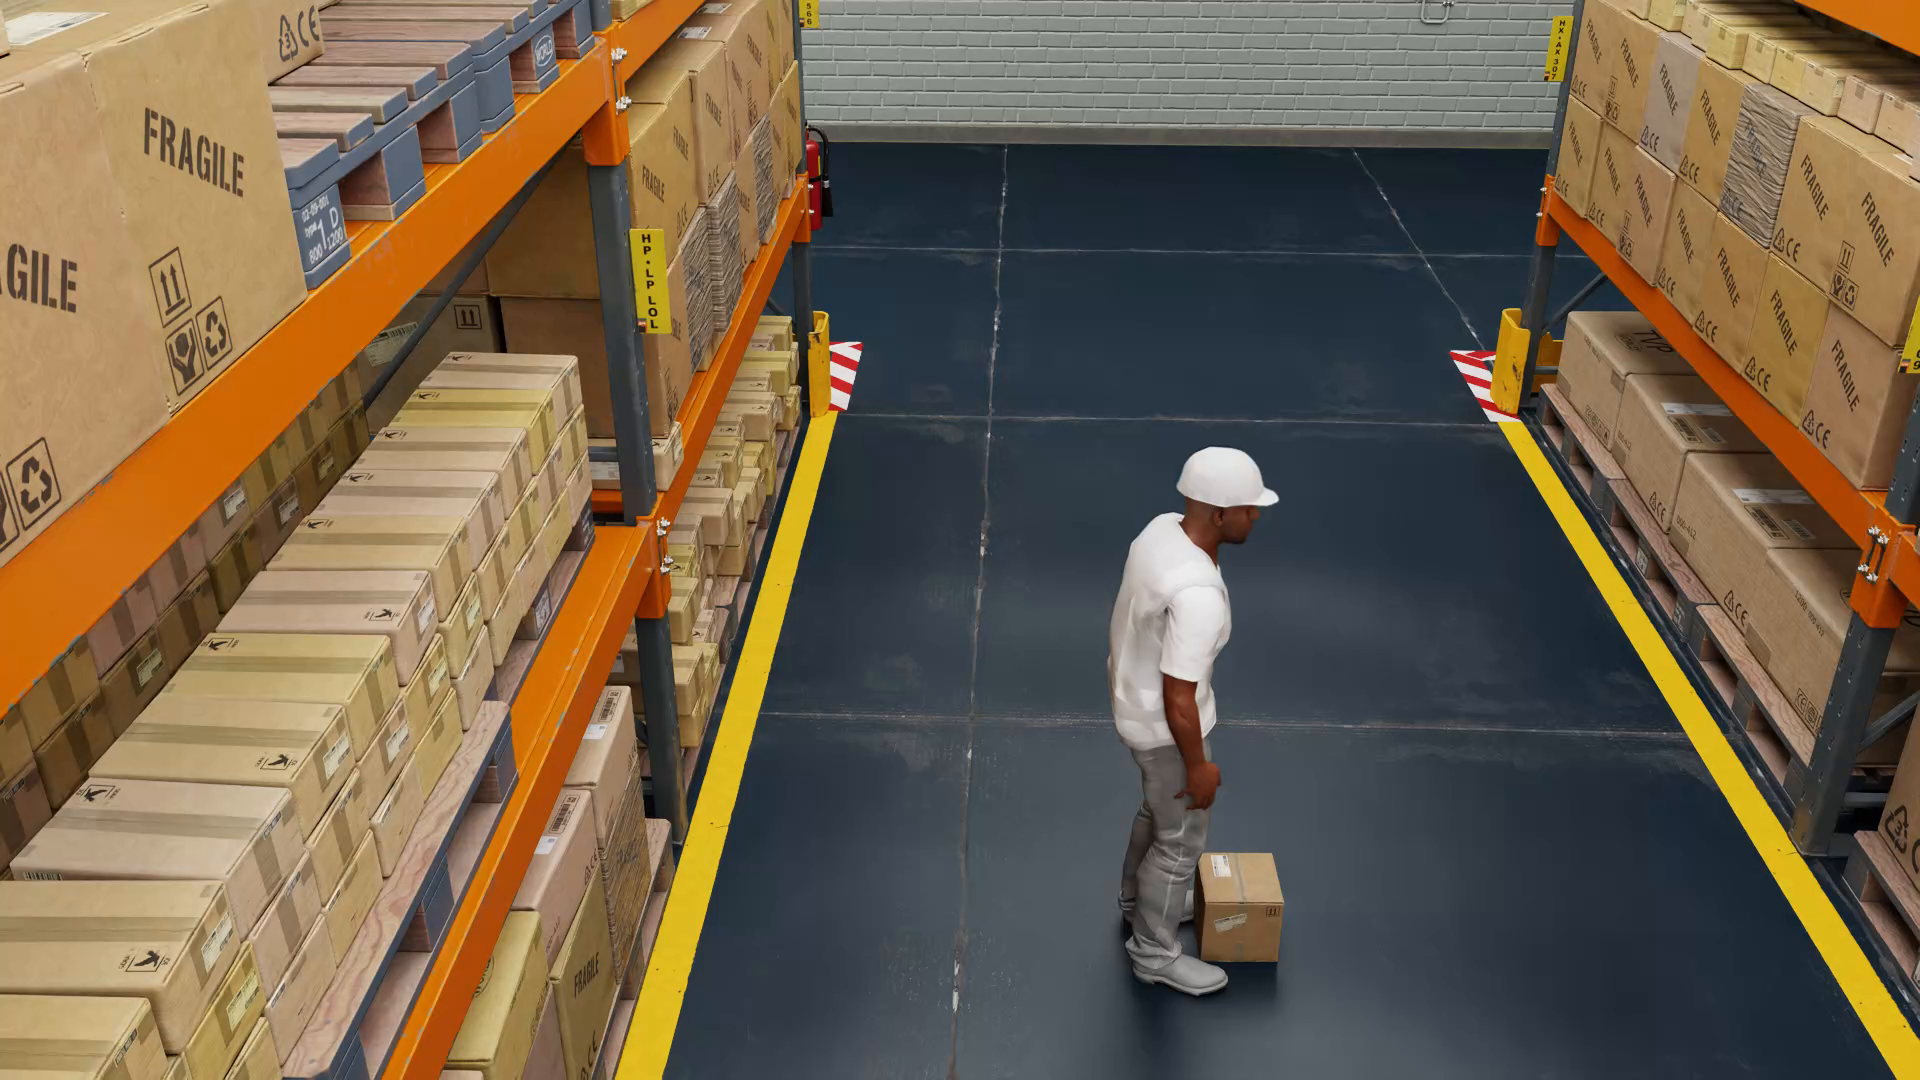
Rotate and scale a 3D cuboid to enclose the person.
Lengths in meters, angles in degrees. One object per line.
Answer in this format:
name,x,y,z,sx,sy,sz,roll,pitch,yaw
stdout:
person,0.681,0.534,5.090,0.461,1.760,0.636,0,28,1
